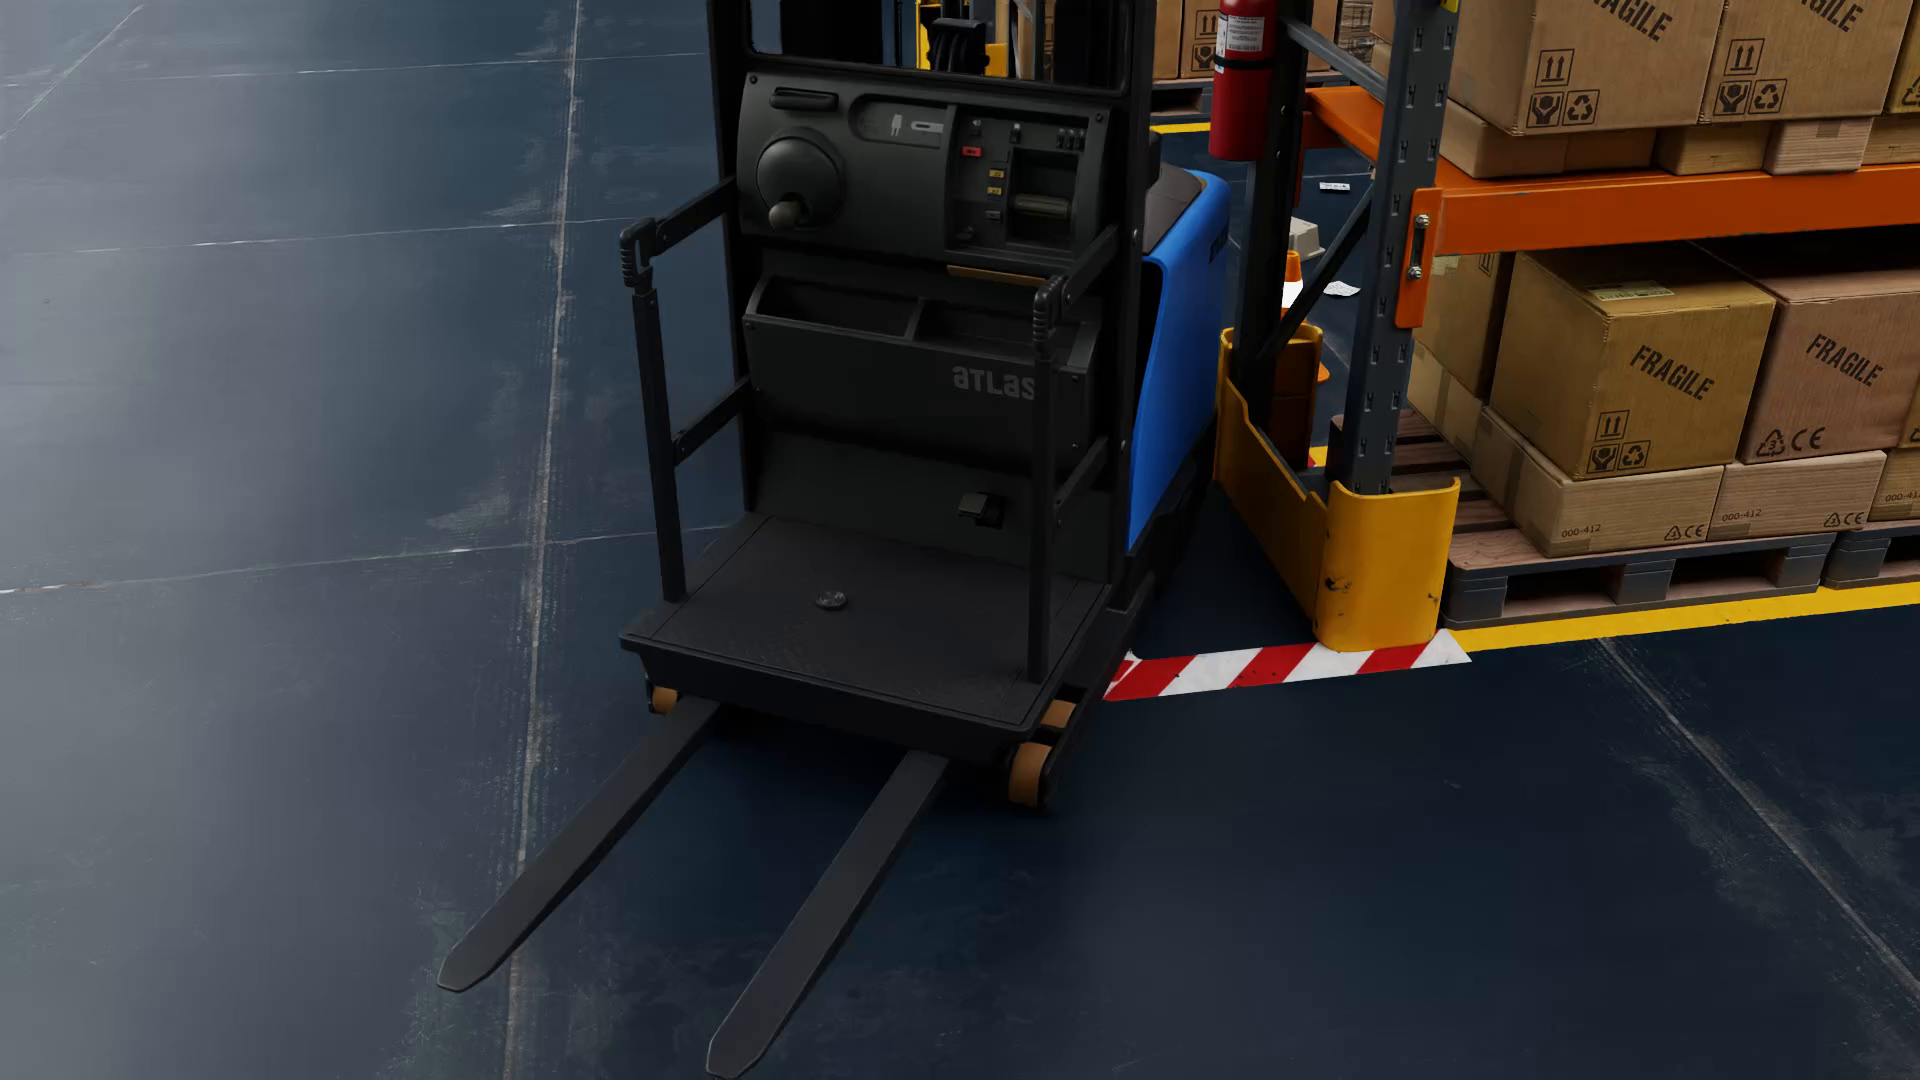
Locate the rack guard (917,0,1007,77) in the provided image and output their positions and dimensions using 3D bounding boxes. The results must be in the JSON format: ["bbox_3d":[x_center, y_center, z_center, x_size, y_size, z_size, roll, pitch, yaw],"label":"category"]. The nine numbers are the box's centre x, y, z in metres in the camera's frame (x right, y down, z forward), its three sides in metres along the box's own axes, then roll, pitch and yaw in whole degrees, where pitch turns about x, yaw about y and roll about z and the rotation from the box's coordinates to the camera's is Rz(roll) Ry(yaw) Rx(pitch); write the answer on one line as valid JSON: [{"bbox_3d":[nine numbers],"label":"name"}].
[{"bbox_3d":[0.014,-2.648,9.260,0.348,0.500,1.175,-5,31,-9],"label":"rack guard"}]

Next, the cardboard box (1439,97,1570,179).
[{"bbox_3d":[1.400,-1.089,4.390,0.250,0.149,0.380,-5,31,-9],"label":"cardboard box"}]

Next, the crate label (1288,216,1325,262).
[{"bbox_3d":[1.447,-1.343,7.398,0.298,0.136,0.250,-23,38,-34],"label":"crate label"}]

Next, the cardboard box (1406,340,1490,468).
[{"bbox_3d":[1.799,-0.475,5.397,0.500,0.250,0.500,-5,31,-9],"label":"cardboard box"}]

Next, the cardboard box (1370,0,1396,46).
[{"bbox_3d":[1.513,-1.627,4.666,0.500,0.500,0.500,-6,31,-10],"label":"cardboard box"}]

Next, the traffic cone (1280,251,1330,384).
[{"bbox_3d":[1.219,-0.858,6.253,0.334,0.463,0.336,-5,31,-9],"label":"traffic cone"}]

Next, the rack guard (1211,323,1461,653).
[{"bbox_3d":[1.103,-0.199,5.094,0.348,0.500,1.175,-5,31,-9],"label":"rack guard"}]

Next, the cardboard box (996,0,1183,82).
[{"bbox_3d":[0.693,-3.088,9.224,0.875,0.875,0.875,-5,31,-9],"label":"cardboard box"}]

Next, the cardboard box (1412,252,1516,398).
[{"bbox_3d":[1.770,-0.791,5.195,0.500,0.500,0.500,-5,31,-9],"label":"cardboard box"}]

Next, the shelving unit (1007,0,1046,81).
[{"bbox_3d":[-0.287,-1.141,5.710,1.048,1.500,0.538,-4,31,-8],"label":"shelving unit"}]

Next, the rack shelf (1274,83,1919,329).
[{"bbox_3d":[2.996,-1.142,4.942,4.000,0.370,1.077,-5,31,-9],"label":"rack shelf"}]

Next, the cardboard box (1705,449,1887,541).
[{"bbox_3d":[2.375,-0.243,5.003,0.500,0.250,0.500,-4,31,-7],"label":"cardboard box"}]

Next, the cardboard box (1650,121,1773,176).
[{"bbox_3d":[1.921,-1.103,4.414,0.250,0.149,0.380,-6,31,-11],"label":"cardboard box"}]

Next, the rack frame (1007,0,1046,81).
[{"bbox_3d":[0.215,-1.180,5.778,0.032,1.500,0.500,-4,31,-8],"label":"rack frame"}]

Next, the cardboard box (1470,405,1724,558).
[{"bbox_3d":[1.872,-0.201,4.930,0.500,0.250,0.500,-6,31,-9],"label":"cardboard box"}]

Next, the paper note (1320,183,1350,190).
[{"bbox_3d":[1.845,-1.740,8.181,0.142,0.017,0.144,5,31,8],"label":"paper note"}]

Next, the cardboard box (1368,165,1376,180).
[{"bbox_3d":[2.300,-1.616,7.501,0.797,0.503,0.637,23,37,33],"label":"cardboard box"}]

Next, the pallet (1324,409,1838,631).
[{"bbox_3d":[1.909,-0.131,5.264,1.213,0.211,1.003,-5,31,-9],"label":"pallet"}]

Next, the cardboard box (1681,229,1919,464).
[{"bbox_3d":[2.409,-0.576,4.829,0.500,0.500,0.500,-6,31,-11],"label":"cardboard box"}]

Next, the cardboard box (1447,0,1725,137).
[{"bbox_3d":[1.545,-1.345,4.187,0.500,0.500,0.500,-6,31,-10],"label":"cardboard box"}]

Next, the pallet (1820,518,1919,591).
[{"bbox_3d":[3.106,-0.240,5.450,1.213,0.211,1.003,-5,31,-9],"label":"pallet"}]

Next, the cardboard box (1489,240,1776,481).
[{"bbox_3d":[1.895,-0.526,4.744,0.500,0.500,0.500,-6,31,-11],"label":"cardboard box"}]

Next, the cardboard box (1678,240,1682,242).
[{"bbox_3d":[2.282,-0.841,5.279,0.500,0.500,0.500,-4,31,-7],"label":"cardboard box"}]

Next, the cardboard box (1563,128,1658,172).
[{"bbox_3d":[1.646,-1.119,4.441,0.250,0.149,0.380,-5,31,-8],"label":"cardboard box"}]

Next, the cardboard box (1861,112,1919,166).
[{"bbox_3d":[2.428,-1.143,4.483,0.250,0.149,0.380,-5,31,-8],"label":"cardboard box"}]

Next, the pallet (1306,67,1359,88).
[{"bbox_3d":[2.008,-2.747,9.714,1.213,0.211,1.003,-5,31,-9],"label":"pallet"}]

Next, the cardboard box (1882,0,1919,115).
[{"bbox_3d":[2.554,-1.441,4.350,0.500,0.500,0.500,-6,31,-10],"label":"cardboard box"}]

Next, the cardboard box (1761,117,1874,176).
[{"bbox_3d":[2.179,-1.103,4.414,0.250,0.149,0.380,-5,31,-8],"label":"cardboard box"}]

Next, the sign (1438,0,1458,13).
[{"bbox_3d":[1.127,-1.372,3.770,0.005,0.325,0.100,-5,31,-9],"label":"sign"}]

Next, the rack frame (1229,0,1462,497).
[{"bbox_3d":[1.029,-1.269,4.449,0.127,3.000,1.000,-5,31,-9],"label":"rack frame"}]

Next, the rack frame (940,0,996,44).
[{"bbox_3d":[0.038,-3.728,8.631,0.127,3.000,1.000,-5,31,-9],"label":"rack frame"}]

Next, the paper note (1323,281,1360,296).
[{"bbox_3d":[1.600,-1.068,7.036,0.142,0.019,0.148,-17,34,-26],"label":"paper note"}]

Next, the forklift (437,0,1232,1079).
[{"bbox_3d":[-0.179,-0.840,3.787,1.130,2.935,3.031,11,32,18],"label":"forklift"}]

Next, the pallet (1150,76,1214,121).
[{"bbox_3d":[0.810,-2.638,9.528,1.213,0.211,1.003,-5,31,-9],"label":"pallet"}]

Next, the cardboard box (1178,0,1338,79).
[{"bbox_3d":[1.558,-3.169,9.362,0.875,0.875,0.875,-6,31,-10],"label":"cardboard box"}]

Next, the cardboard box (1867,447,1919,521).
[{"bbox_3d":[2.910,-0.300,5.099,0.500,0.250,0.500,-3,31,-6],"label":"cardboard box"}]

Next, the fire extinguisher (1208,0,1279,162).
[{"bbox_3d":[0.833,-1.455,4.842,0.183,0.674,0.296,-5,31,-9],"label":"fire extinguisher"}]

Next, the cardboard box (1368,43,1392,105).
[{"bbox_3d":[1.358,-1.302,4.752,0.250,0.149,0.380,-4,31,-7],"label":"cardboard box"}]

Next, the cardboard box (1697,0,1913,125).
[{"bbox_3d":[2.053,-1.394,4.270,0.500,0.500,0.500,-4,31,-7],"label":"cardboard box"}]

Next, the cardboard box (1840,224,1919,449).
[{"bbox_3d":[2.904,-0.618,4.900,0.500,0.500,0.500,-5,31,-8],"label":"cardboard box"}]

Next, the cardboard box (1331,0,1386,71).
[{"bbox_3d":[2.455,-3.251,9.502,0.875,0.875,0.875,-5,31,-9],"label":"cardboard box"}]
